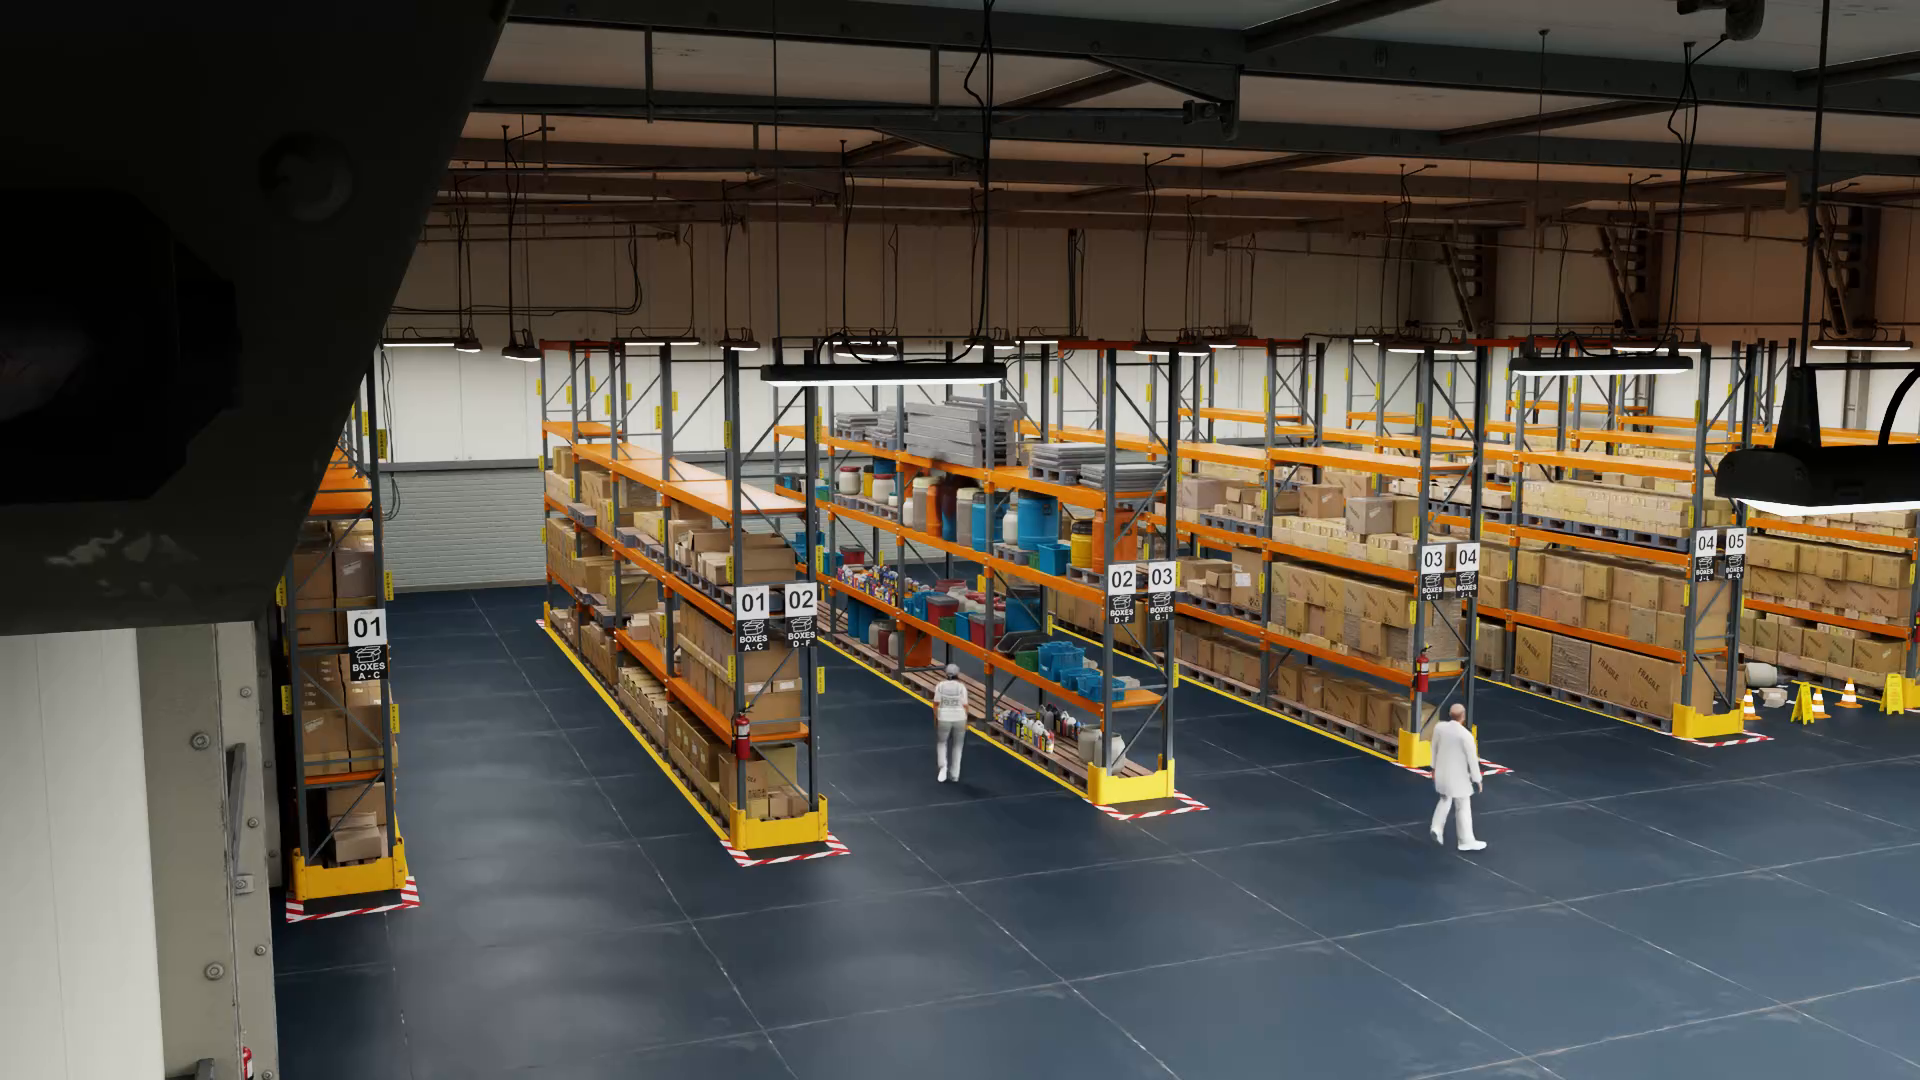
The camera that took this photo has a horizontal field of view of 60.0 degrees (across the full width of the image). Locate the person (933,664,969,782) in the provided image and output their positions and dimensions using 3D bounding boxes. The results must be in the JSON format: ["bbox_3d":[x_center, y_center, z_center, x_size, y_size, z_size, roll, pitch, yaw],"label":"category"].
[{"bbox_3d":[-0.122,2.519,22.968,0.491,1.655,0.475,1,7,5],"label":"person"}]

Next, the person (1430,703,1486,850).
[{"bbox_3d":[5.969,2.844,20.061,0.648,1.779,0.693,-5,9,-34],"label":"person"}]
